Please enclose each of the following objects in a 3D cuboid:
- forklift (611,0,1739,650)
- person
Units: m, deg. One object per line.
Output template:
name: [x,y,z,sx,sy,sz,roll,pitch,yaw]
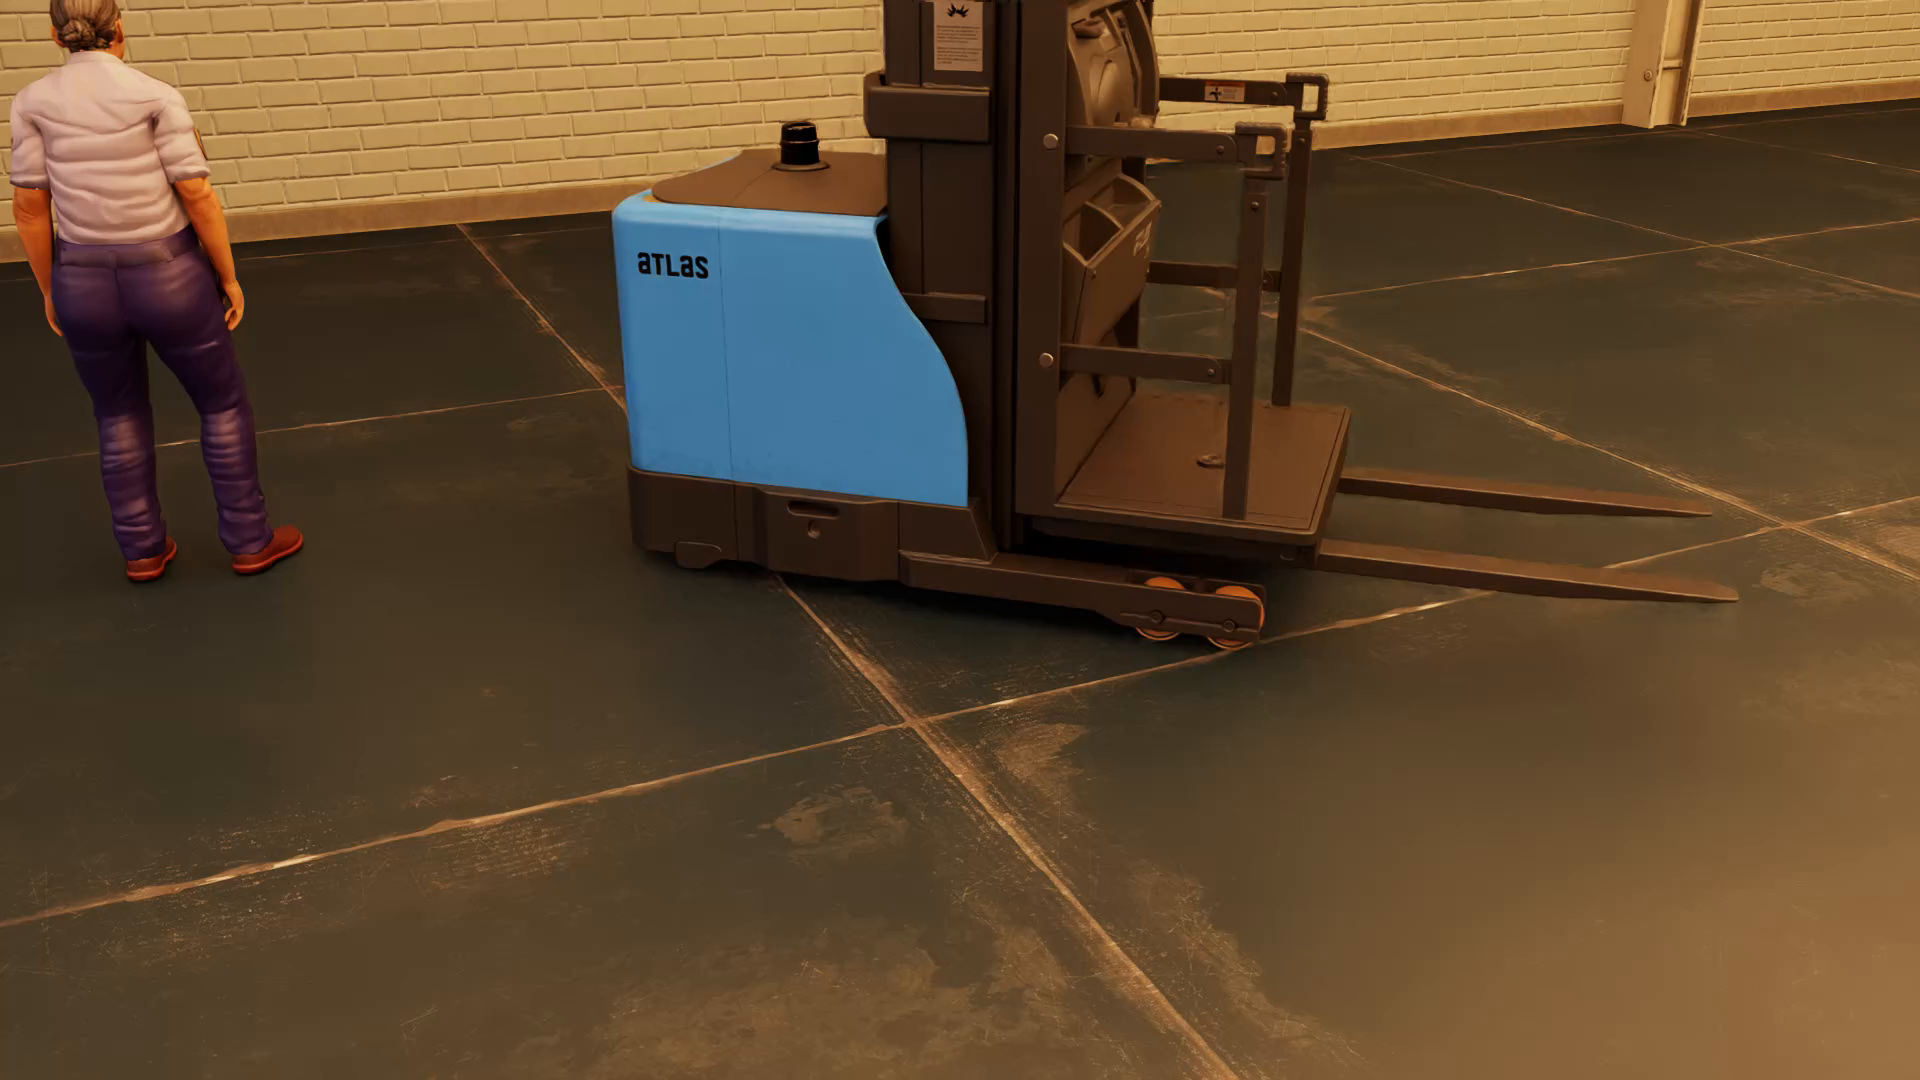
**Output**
forklift: [0.601,-1.290,4.391,3.031,2.935,1.130,7,23,16]
person: [-2.255,-0.683,4.604,0.555,1.650,0.369,-4,23,-8]
